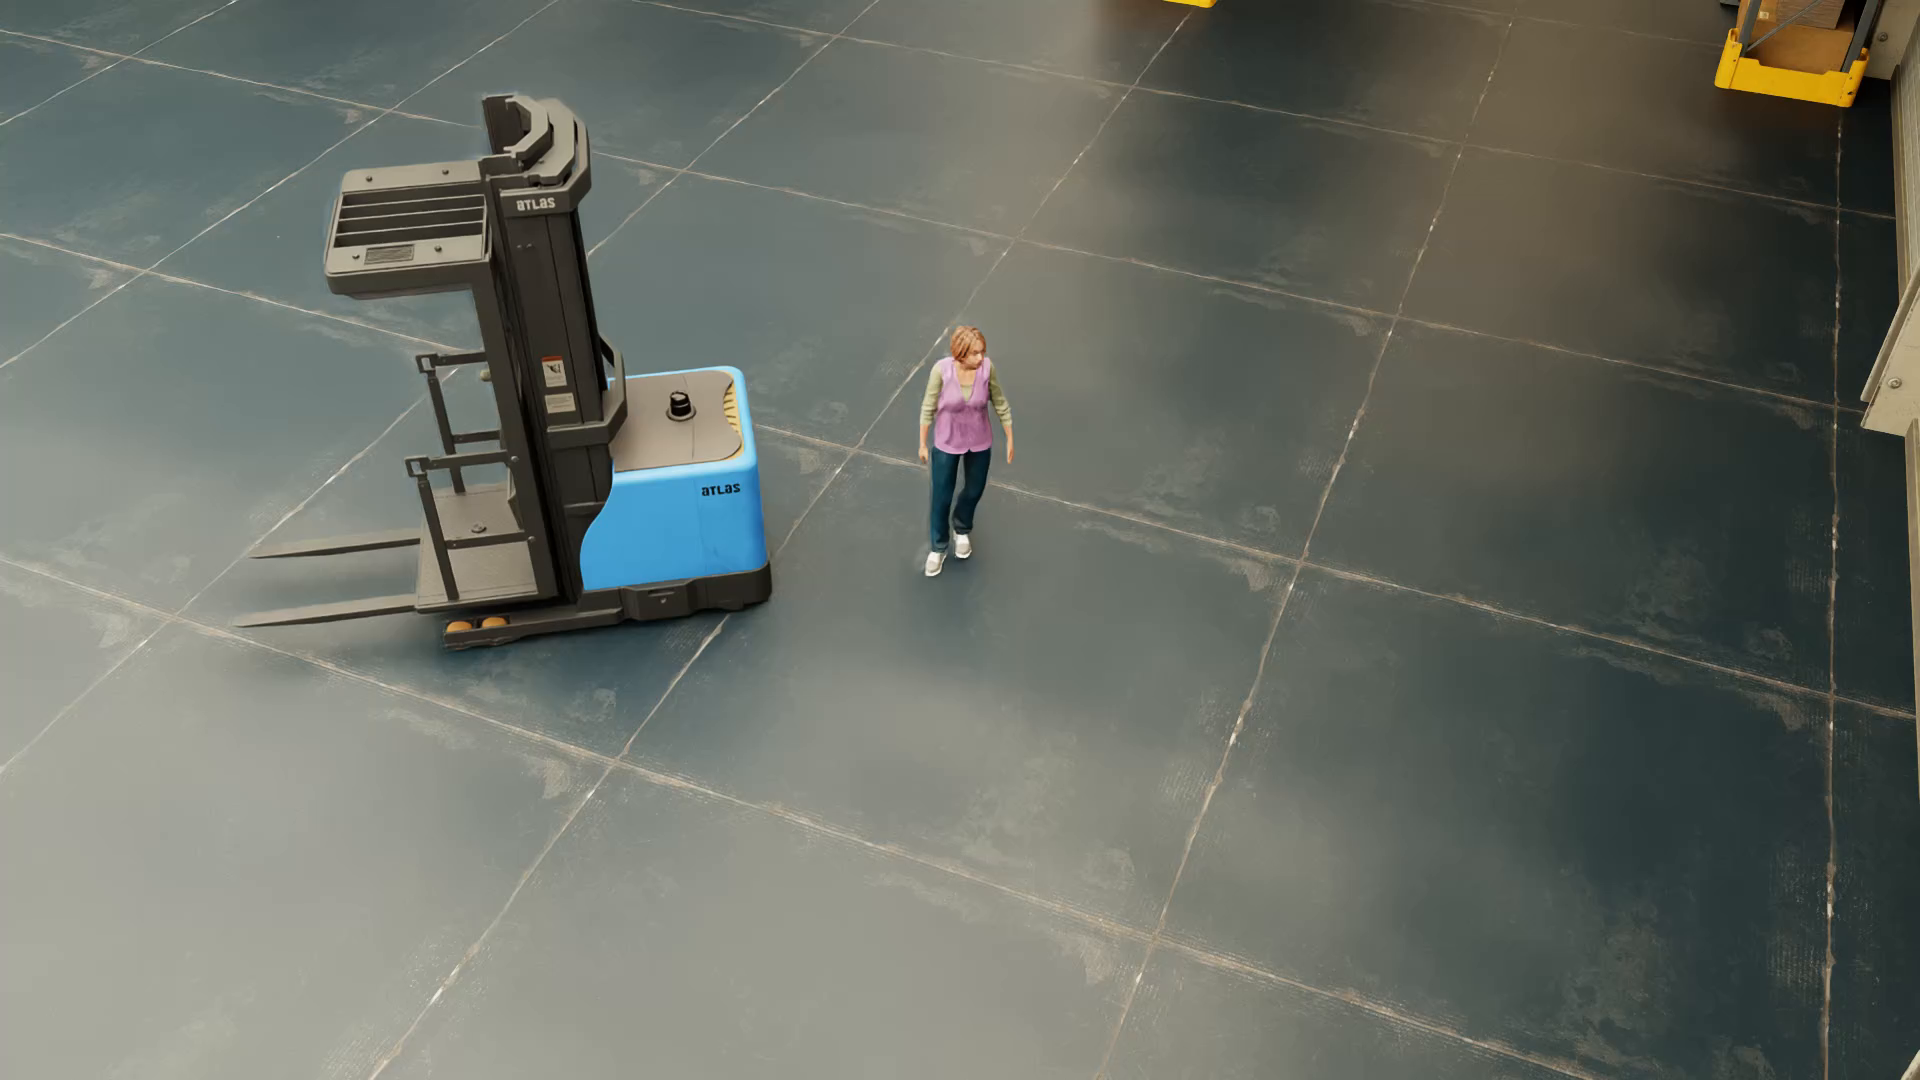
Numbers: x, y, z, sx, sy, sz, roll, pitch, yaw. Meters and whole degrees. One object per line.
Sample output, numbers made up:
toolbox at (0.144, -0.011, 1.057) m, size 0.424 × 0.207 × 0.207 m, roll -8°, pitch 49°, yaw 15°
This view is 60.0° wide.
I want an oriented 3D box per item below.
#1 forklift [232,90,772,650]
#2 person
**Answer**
forklift at (-2.677, -0.864, 9.038) m, size 3.031 × 2.935 × 1.130 m, roll -7°, pitch 40°, yaw -8°
person at (0.024, -0.539, 9.700) m, size 0.573 × 1.587 × 0.405 m, roll -10°, pitch 41°, yaw -12°
